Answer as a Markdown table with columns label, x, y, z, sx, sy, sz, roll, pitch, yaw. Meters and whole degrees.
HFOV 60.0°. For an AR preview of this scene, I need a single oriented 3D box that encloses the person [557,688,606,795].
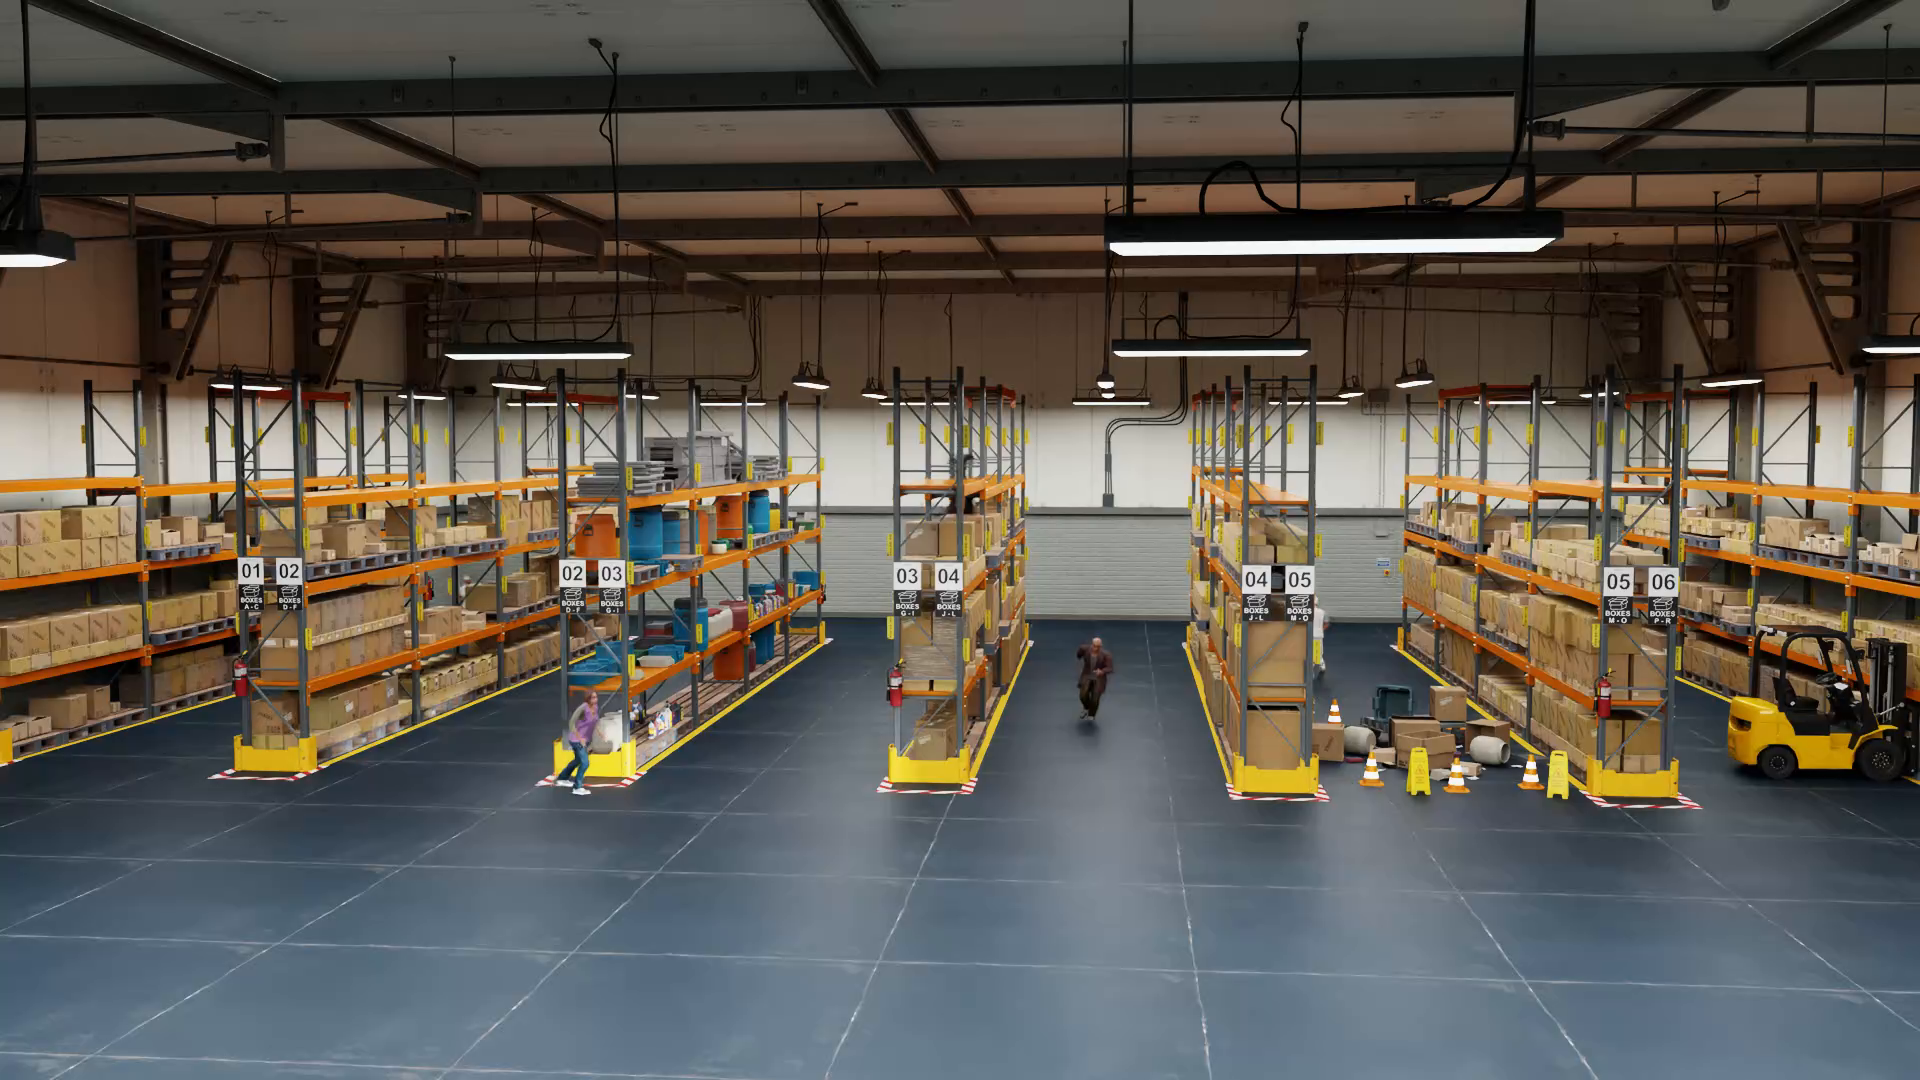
| label | x | y | z | sx | sy | sz | roll | pitch | yaw |
| --- | --- | --- | --- | --- | --- | --- | --- | --- | --- |
| person | -5.347 | 2.860 | 23.284 | 0.774 | 1.404 | 0.556 | 1 | 4 | 16 |

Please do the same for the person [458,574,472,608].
| label | x | y | z | sx | sy | sz | roll | pitch | yaw |
| --- | --- | --- | --- | --- | --- | --- | --- | --- | --- |
| person | -12.035 | 1.618 | 40.767 | 0.574 | 1.573 | 0.700 | 0 | 4 | -5 |

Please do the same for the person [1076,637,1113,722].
| label | x | y | z | sx | sy | sz | roll | pitch | yaw |
| --- | --- | --- | --- | --- | --- | --- | --- | --- | --- |
| person | 2.322 | 2.425 | 28.849 | 0.713 | 1.548 | 1.079 | 1 | 4 | 11 |

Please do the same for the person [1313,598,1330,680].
| label | x | y | z | sx | sy | sz | roll | pitch | yaw |
| --- | --- | --- | --- | --- | --- | --- | --- | --- | --- |
| person | 7.274 | 2.027 | 33.992 | 0.658 | 1.738 | 0.814 | 0 | 4 | -5 |
